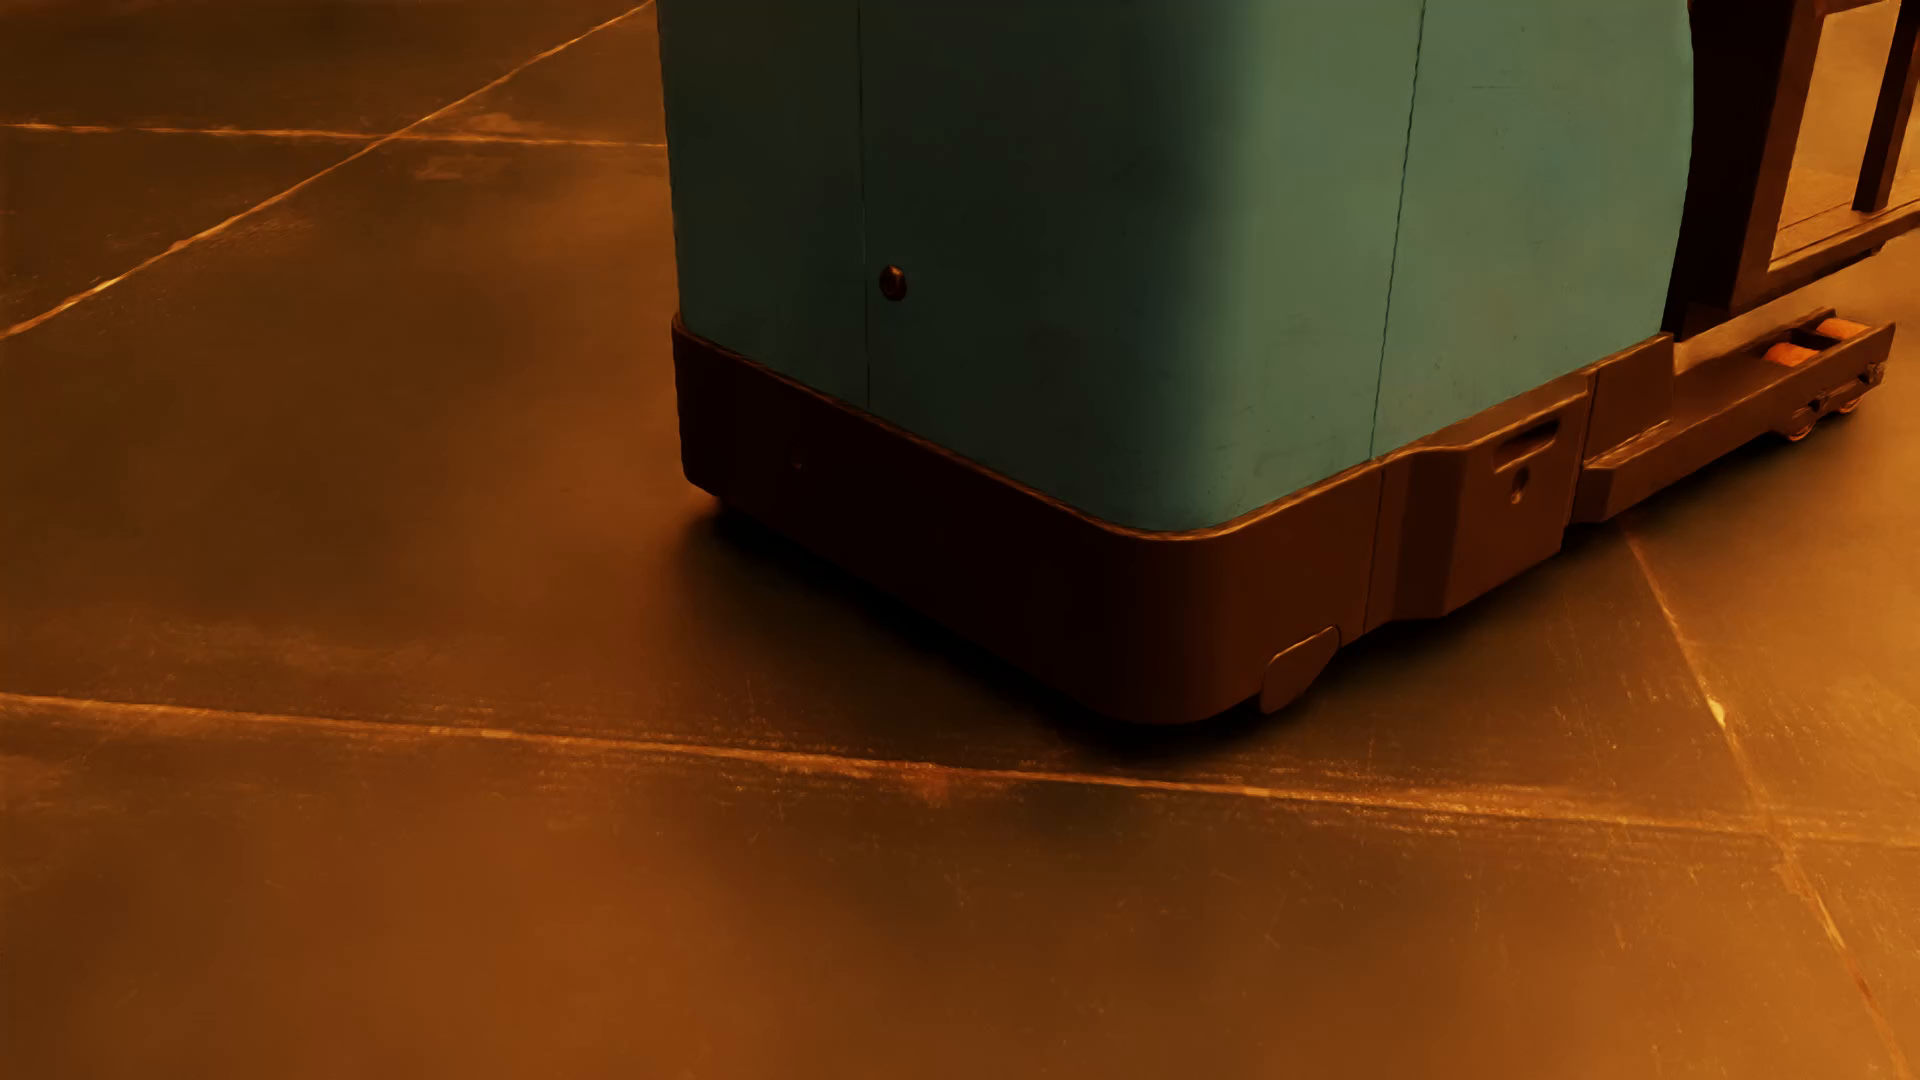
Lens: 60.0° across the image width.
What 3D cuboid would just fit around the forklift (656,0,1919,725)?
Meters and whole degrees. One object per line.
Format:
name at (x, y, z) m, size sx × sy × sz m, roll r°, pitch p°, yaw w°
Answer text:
forklift at (1.014, -1.636, 2.496) m, size 3.031 × 2.935 × 1.130 m, roll -21°, pitch 34°, yaw -36°
